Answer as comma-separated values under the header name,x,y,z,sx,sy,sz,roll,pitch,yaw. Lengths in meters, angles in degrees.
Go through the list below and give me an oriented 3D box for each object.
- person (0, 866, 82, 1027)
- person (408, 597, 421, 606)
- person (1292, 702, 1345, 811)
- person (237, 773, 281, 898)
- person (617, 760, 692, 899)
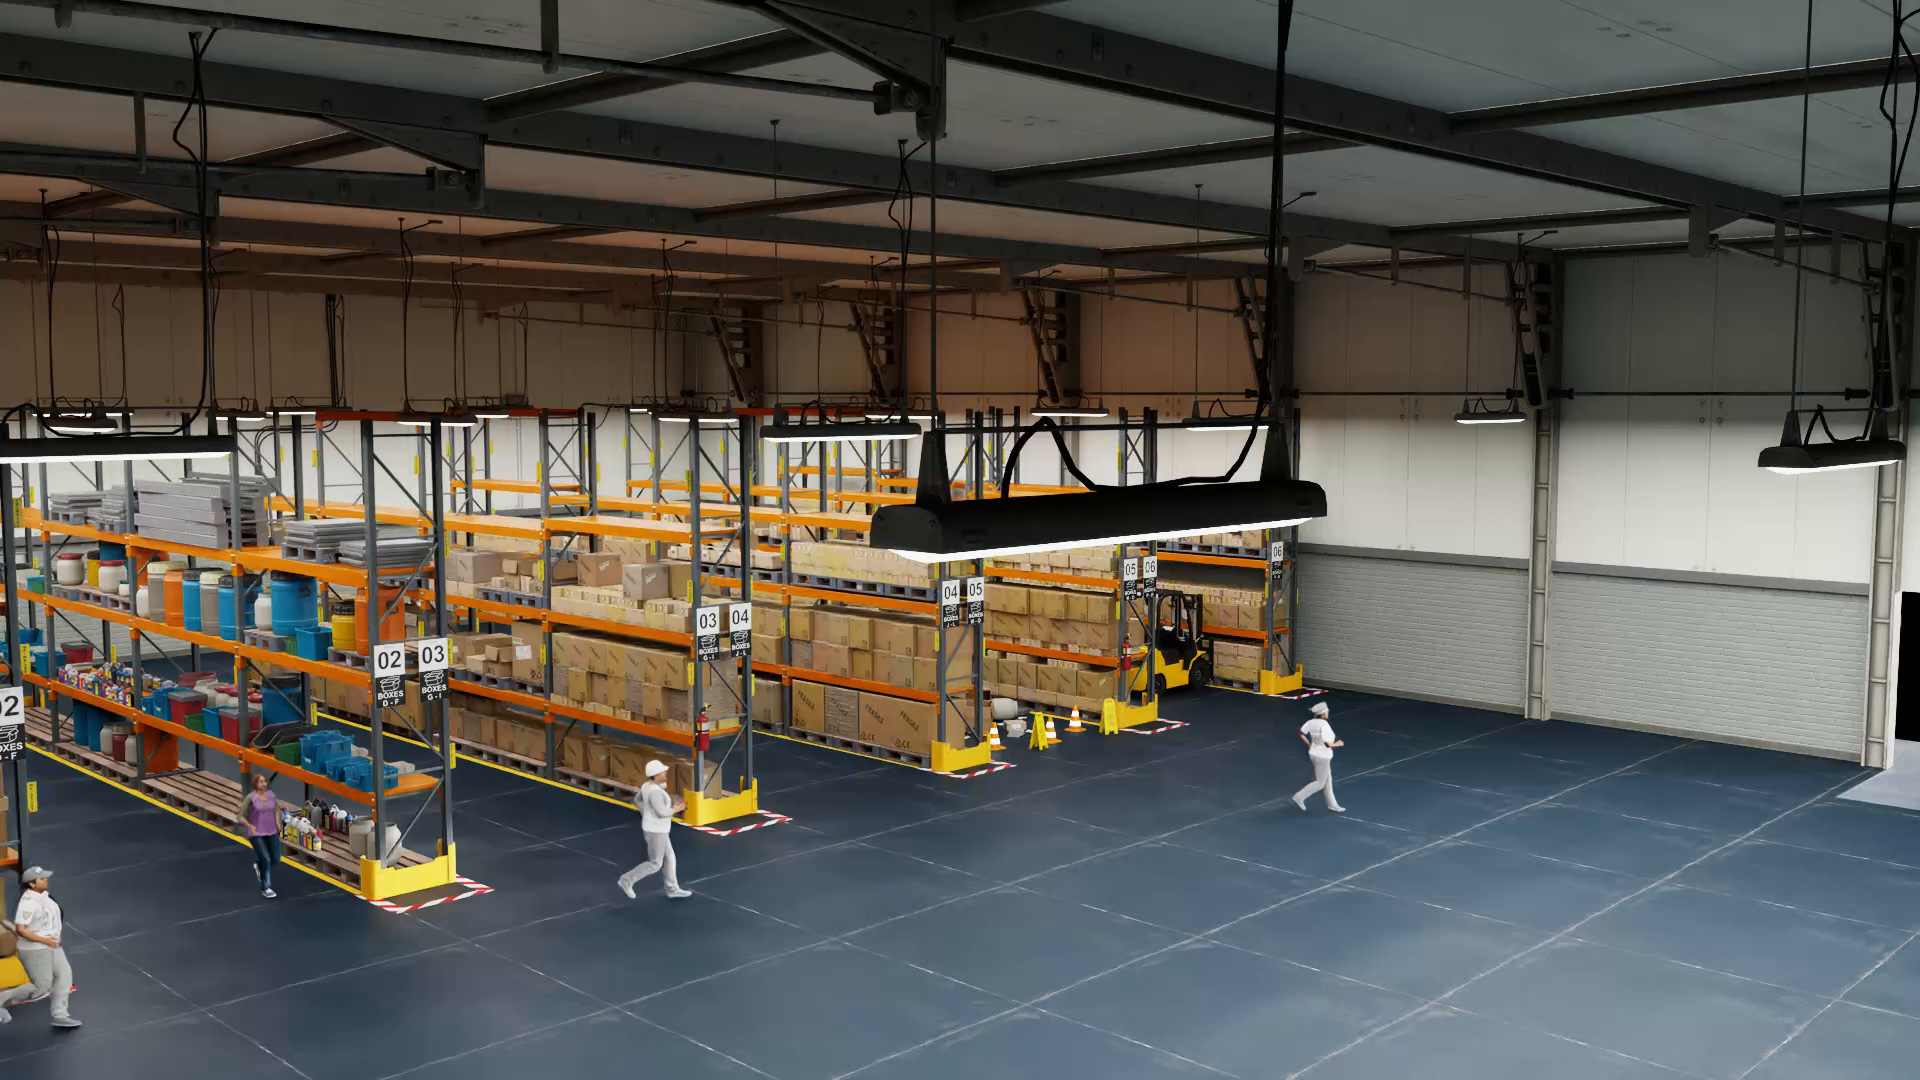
name,x,y,z,sx,sy,sz,roll,pitch,yaw
person,-9.190,4.064,16.564,0.784,1.646,0.630,-1,5,-13
person,-12.867,2.048,39.118,0.775,1.666,0.552,1,5,12
person,5.384,3.270,24.911,0.920,1.699,0.581,-1,5,-15
person,-8.817,3.700,20.955,0.608,1.549,0.538,5,7,42
person,-3.805,3.603,20.644,0.923,1.755,0.659,-2,5,-17
